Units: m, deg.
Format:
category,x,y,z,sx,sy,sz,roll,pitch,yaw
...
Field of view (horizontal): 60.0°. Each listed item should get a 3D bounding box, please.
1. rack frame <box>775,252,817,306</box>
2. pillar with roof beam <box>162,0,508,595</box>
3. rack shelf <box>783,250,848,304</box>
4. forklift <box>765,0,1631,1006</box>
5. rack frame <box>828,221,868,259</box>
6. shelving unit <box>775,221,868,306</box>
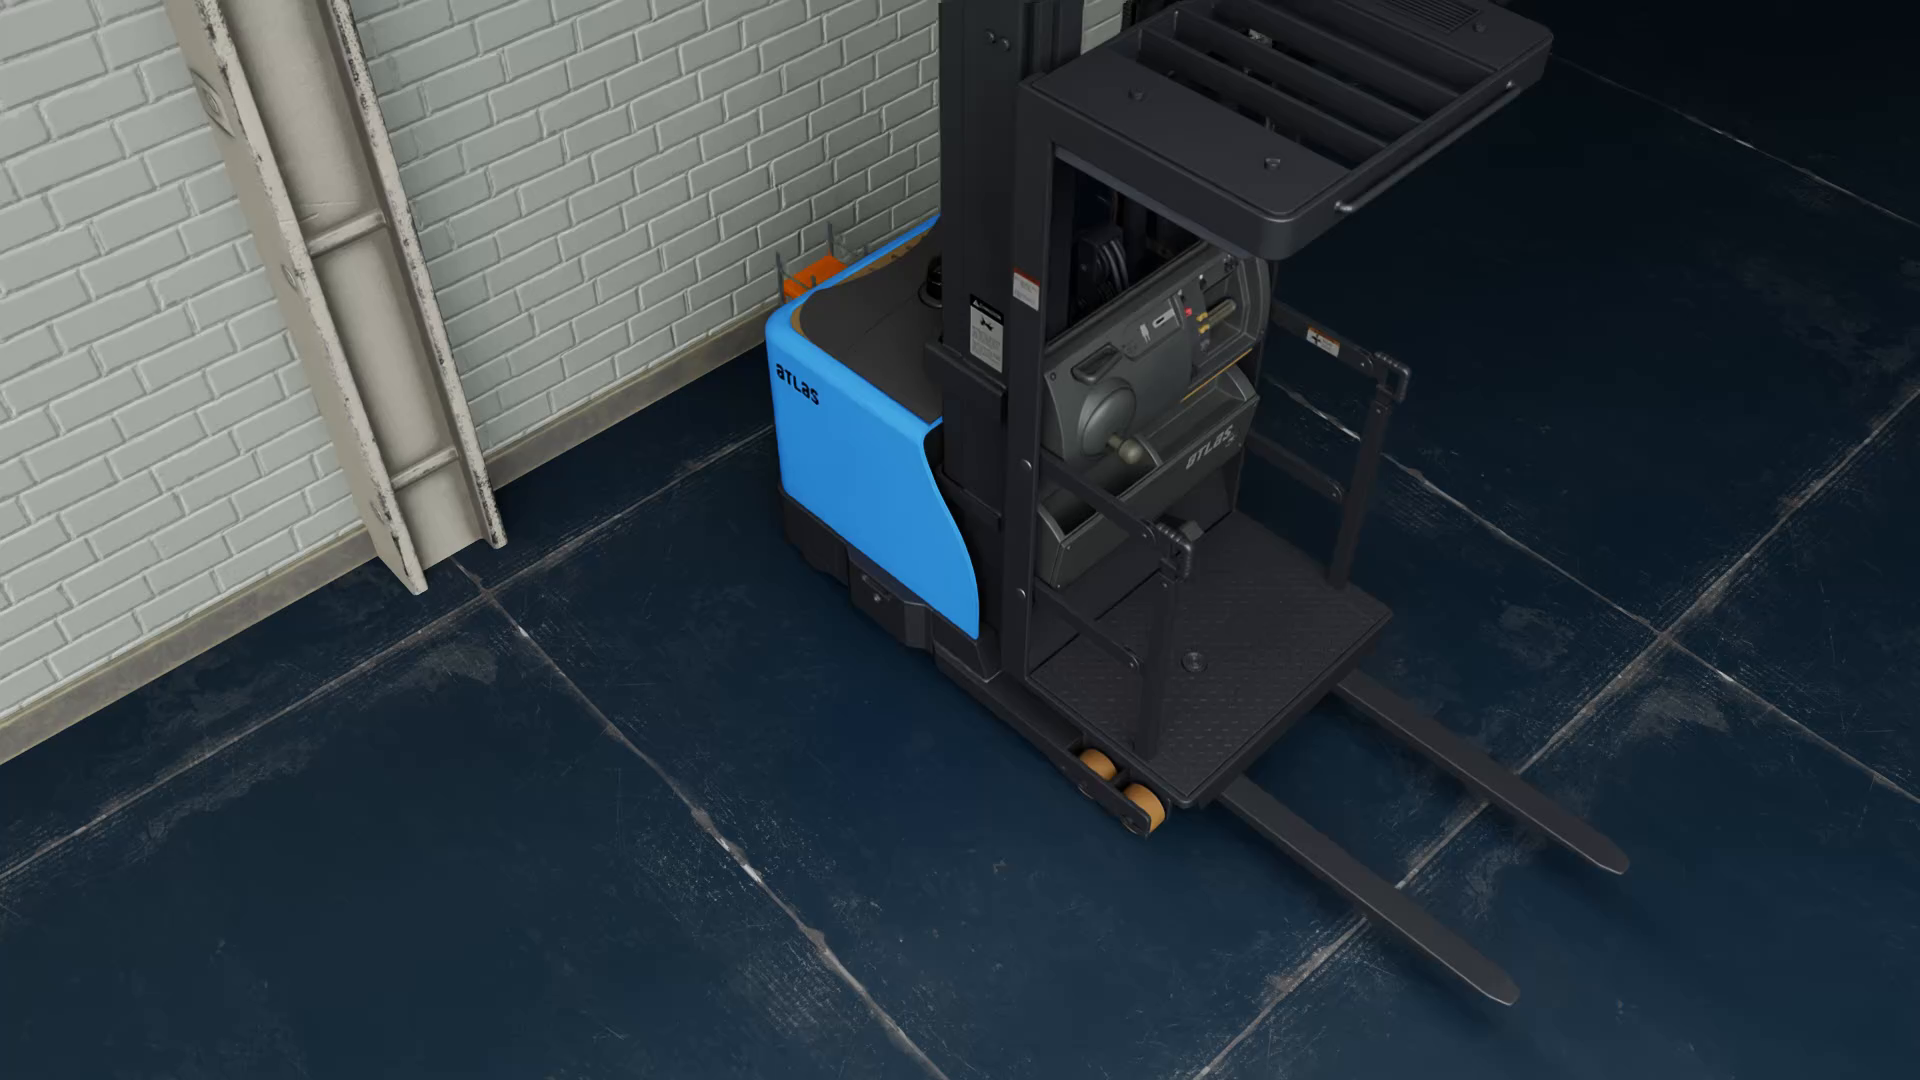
category,x,y,z,sx,sy,sz,roll,pitch,yaw
rack frame,-0.563,-0.587,6.077,0.200,1.050,0.008,36,57,28
pillar with roof beam,0.953,-0.688,0.762,0.400,9.000,9.100,-34,56,-27
rack shelf,-0.478,-0.836,5.935,0.215,0.259,0.240,36,57,28
forklift,0.733,-0.479,4.698,1.130,2.935,3.031,-36,57,-29
rack frame,-0.393,-0.715,6.195,0.200,1.050,0.008,36,57,28
shelving unit,-0.478,-0.651,6.136,0.215,1.050,0.252,36,57,28
